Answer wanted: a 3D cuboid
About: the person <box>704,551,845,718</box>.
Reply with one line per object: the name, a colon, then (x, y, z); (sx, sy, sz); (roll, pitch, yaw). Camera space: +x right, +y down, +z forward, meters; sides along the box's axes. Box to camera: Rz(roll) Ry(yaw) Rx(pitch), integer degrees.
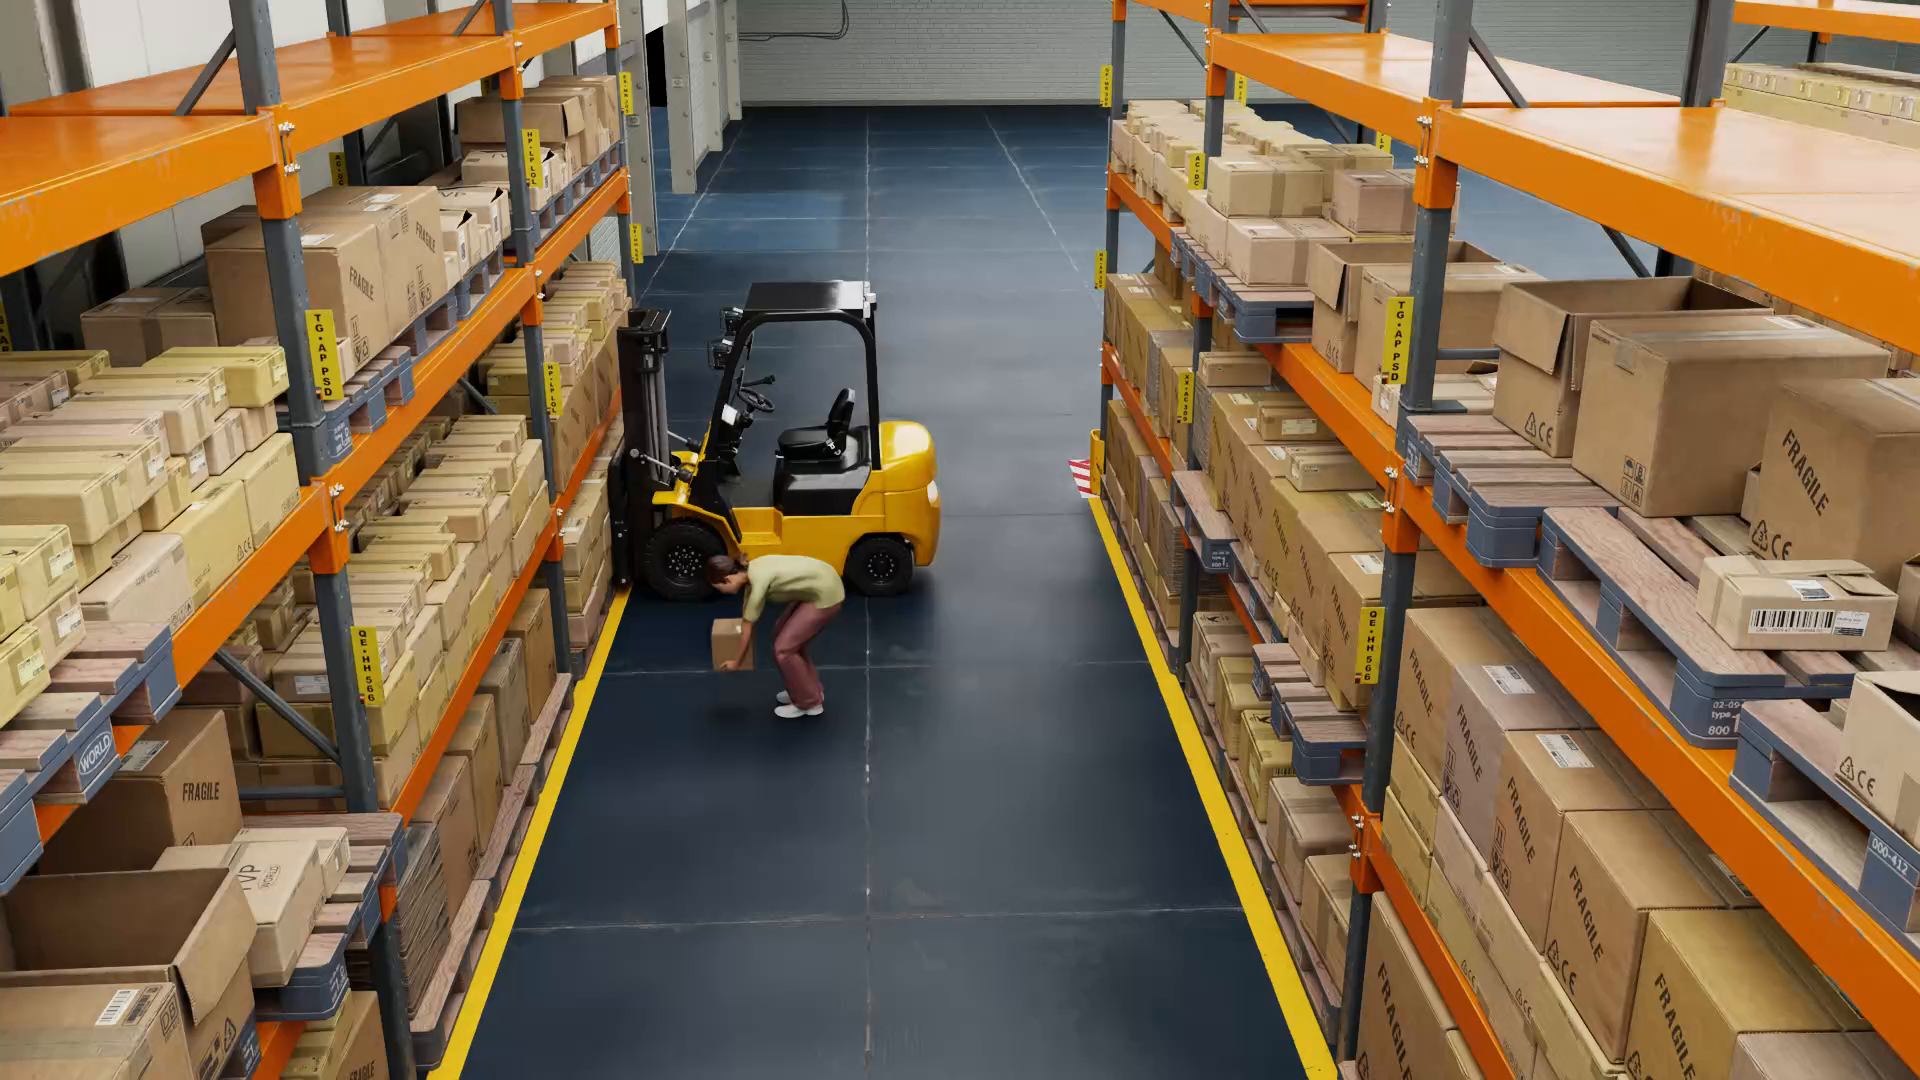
person: (-1.145, 0.569, 10.403); (0.863, 1.083, 0.439); (-2, 21, -6)
